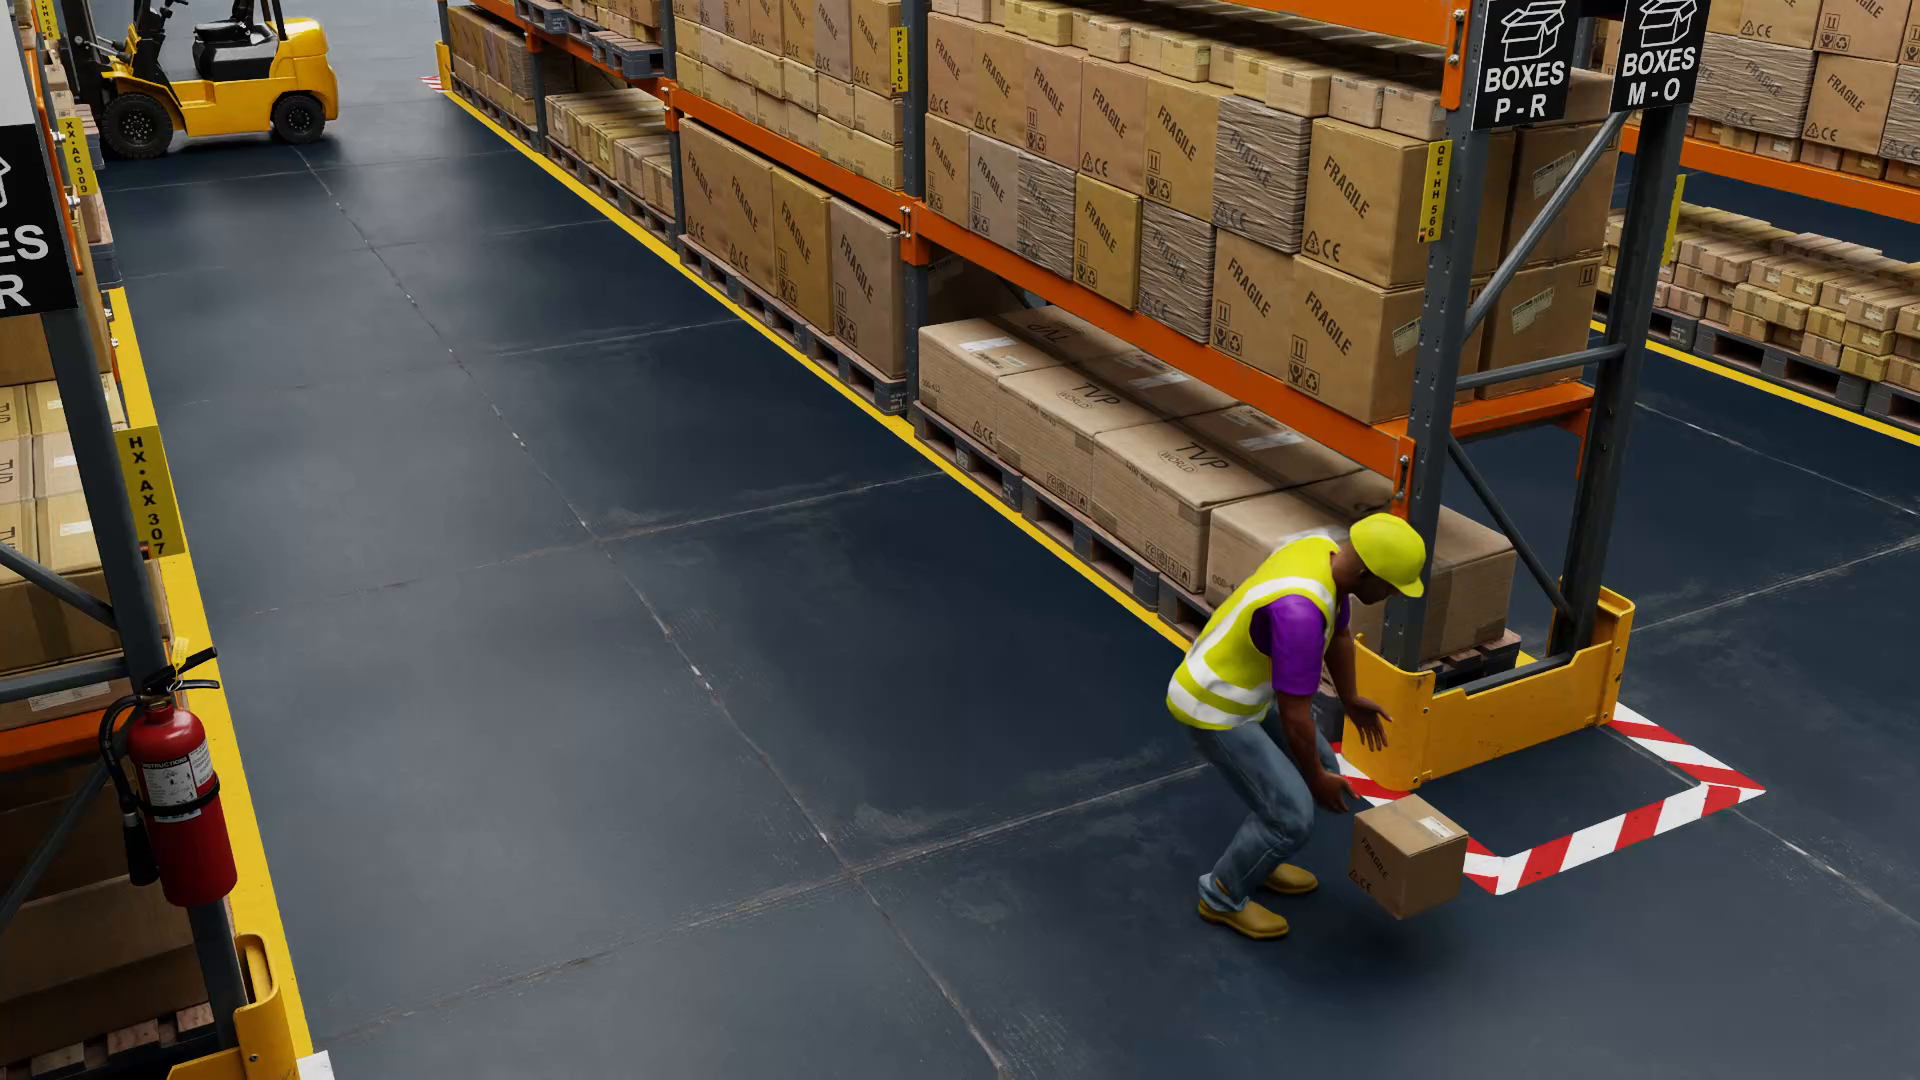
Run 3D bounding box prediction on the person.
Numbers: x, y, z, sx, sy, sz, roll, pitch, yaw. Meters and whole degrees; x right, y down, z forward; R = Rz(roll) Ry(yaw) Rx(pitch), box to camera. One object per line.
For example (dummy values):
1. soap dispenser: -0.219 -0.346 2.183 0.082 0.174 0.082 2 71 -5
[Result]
1. person: 1.043 0.544 5.291 0.727 1.462 0.630 12 28 23
